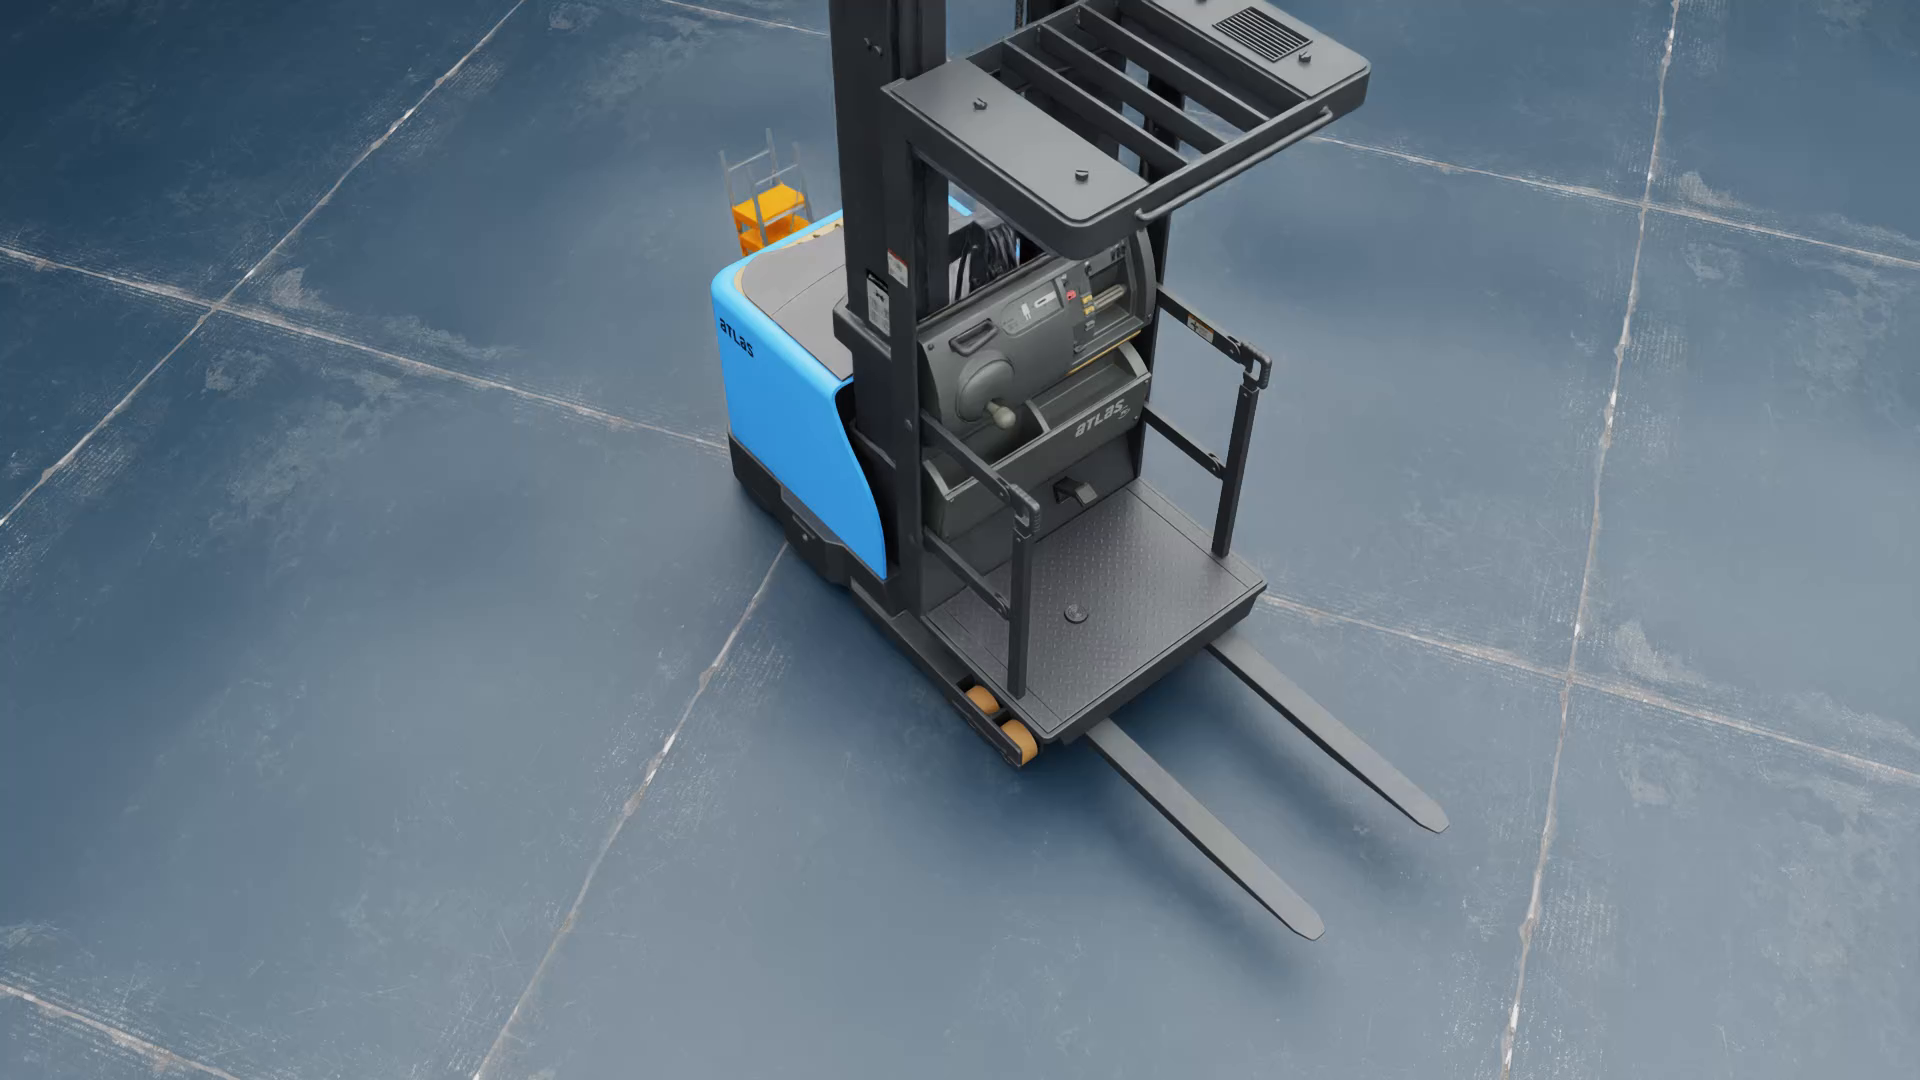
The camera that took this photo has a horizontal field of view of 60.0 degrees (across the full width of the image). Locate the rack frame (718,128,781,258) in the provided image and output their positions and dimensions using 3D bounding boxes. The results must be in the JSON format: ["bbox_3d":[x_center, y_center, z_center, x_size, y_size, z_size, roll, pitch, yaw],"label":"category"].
[{"bbox_3d":[-0.755,-1.084,6.776,0.240,1.200,0.006,-33,45,-25],"label":"rack frame"}]

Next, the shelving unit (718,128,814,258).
[{"bbox_3d":[-0.696,-1.044,6.718,0.258,1.200,0.189,-33,45,-25],"label":"shelving unit"}]

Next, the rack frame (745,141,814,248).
[{"bbox_3d":[-0.638,-1.005,6.660,0.240,1.200,0.006,-33,45,-25],"label":"rack frame"}]

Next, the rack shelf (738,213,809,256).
[{"bbox_3d":[-0.721,-1.192,6.592,0.258,0.103,0.180,-33,45,-25],"label":"rack shelf"}]

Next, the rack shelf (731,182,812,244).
[{"bbox_3d":[-0.736,-1.282,6.515,0.258,0.103,0.180,-33,45,-25],"label":"rack shelf"}]

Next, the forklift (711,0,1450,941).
[{"bbox_3d":[0.403,-0.593,5.191,1.130,2.935,3.031,-32,56,-25],"label":"forklift"}]
